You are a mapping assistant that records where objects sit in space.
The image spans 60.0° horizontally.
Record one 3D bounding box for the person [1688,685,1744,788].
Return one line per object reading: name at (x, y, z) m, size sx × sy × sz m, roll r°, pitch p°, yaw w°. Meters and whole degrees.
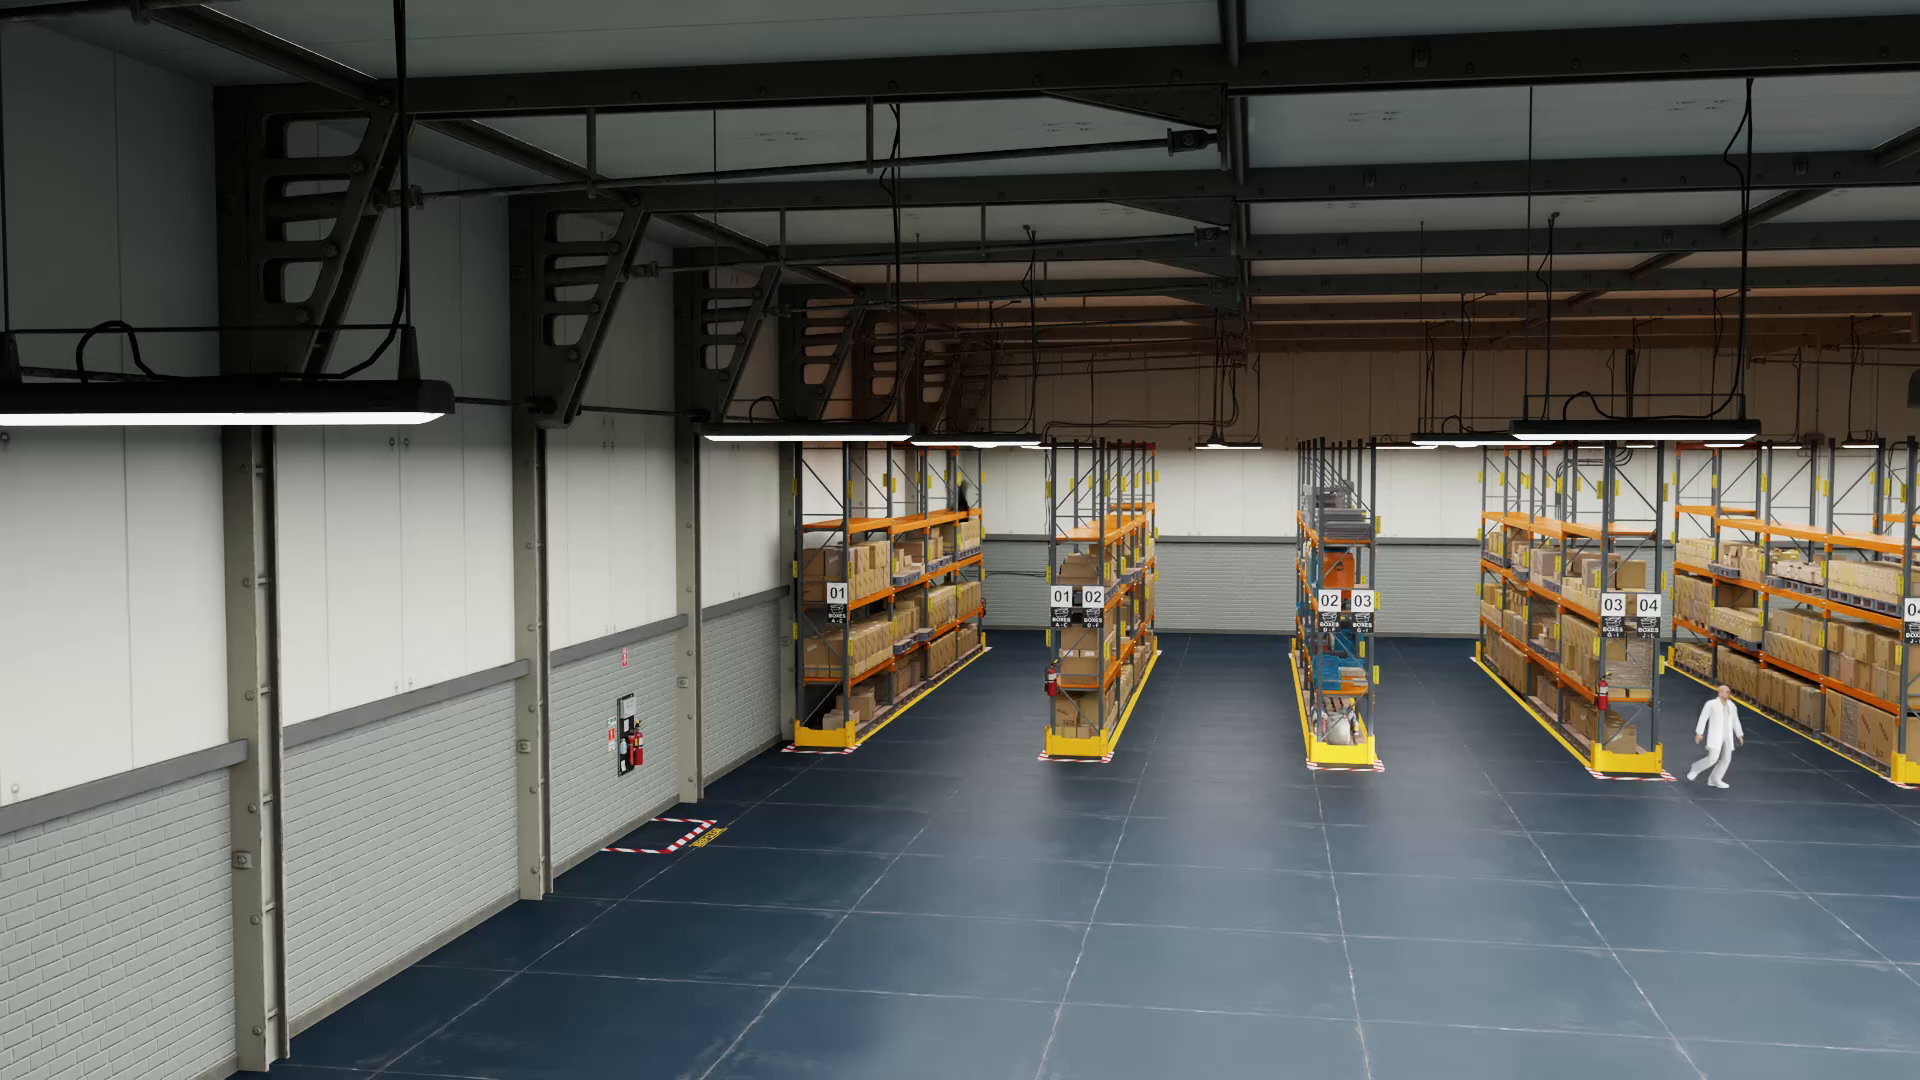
person at (12.881, 3.343, 28.396) m, size 0.812 × 1.743 × 0.630 m, roll -1°, pitch 3°, yaw -13°
